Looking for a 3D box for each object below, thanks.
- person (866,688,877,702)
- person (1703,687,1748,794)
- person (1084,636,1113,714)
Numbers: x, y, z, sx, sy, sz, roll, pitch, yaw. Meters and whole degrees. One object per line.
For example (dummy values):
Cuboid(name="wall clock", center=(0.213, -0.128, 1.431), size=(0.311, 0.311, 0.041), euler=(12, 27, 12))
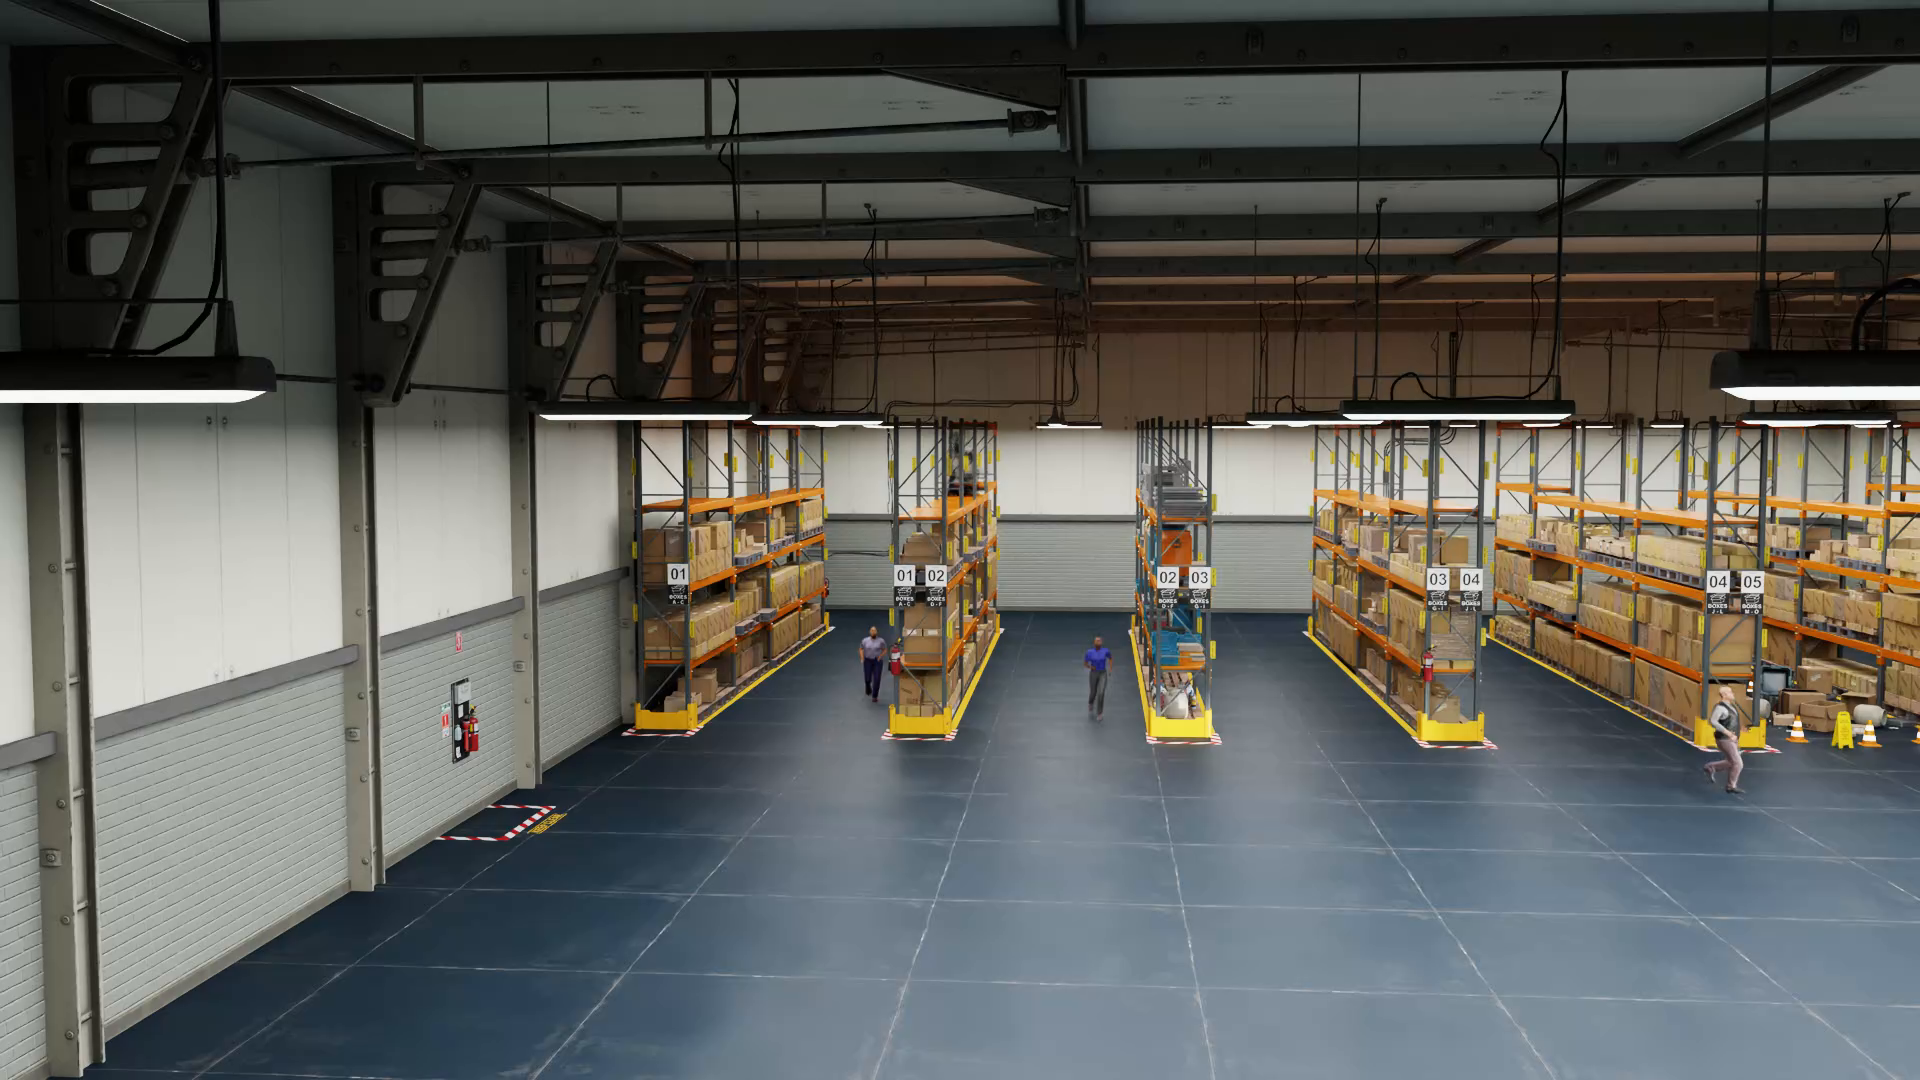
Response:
Cuboid(name="person", center=(-1.878, 3.211, 35.391), size=(0.270, 0.431, 0.410), euler=(0, 4, -2))
Cuboid(name="person", center=(12.121, 3.162, 26.378), size=(0.703, 1.677, 0.533), euler=(4, 5, 43))
Cuboid(name="person", center=(2.768, 2.683, 33.238), size=(0.588, 1.558, 0.805), euler=(0, 4, 4))
